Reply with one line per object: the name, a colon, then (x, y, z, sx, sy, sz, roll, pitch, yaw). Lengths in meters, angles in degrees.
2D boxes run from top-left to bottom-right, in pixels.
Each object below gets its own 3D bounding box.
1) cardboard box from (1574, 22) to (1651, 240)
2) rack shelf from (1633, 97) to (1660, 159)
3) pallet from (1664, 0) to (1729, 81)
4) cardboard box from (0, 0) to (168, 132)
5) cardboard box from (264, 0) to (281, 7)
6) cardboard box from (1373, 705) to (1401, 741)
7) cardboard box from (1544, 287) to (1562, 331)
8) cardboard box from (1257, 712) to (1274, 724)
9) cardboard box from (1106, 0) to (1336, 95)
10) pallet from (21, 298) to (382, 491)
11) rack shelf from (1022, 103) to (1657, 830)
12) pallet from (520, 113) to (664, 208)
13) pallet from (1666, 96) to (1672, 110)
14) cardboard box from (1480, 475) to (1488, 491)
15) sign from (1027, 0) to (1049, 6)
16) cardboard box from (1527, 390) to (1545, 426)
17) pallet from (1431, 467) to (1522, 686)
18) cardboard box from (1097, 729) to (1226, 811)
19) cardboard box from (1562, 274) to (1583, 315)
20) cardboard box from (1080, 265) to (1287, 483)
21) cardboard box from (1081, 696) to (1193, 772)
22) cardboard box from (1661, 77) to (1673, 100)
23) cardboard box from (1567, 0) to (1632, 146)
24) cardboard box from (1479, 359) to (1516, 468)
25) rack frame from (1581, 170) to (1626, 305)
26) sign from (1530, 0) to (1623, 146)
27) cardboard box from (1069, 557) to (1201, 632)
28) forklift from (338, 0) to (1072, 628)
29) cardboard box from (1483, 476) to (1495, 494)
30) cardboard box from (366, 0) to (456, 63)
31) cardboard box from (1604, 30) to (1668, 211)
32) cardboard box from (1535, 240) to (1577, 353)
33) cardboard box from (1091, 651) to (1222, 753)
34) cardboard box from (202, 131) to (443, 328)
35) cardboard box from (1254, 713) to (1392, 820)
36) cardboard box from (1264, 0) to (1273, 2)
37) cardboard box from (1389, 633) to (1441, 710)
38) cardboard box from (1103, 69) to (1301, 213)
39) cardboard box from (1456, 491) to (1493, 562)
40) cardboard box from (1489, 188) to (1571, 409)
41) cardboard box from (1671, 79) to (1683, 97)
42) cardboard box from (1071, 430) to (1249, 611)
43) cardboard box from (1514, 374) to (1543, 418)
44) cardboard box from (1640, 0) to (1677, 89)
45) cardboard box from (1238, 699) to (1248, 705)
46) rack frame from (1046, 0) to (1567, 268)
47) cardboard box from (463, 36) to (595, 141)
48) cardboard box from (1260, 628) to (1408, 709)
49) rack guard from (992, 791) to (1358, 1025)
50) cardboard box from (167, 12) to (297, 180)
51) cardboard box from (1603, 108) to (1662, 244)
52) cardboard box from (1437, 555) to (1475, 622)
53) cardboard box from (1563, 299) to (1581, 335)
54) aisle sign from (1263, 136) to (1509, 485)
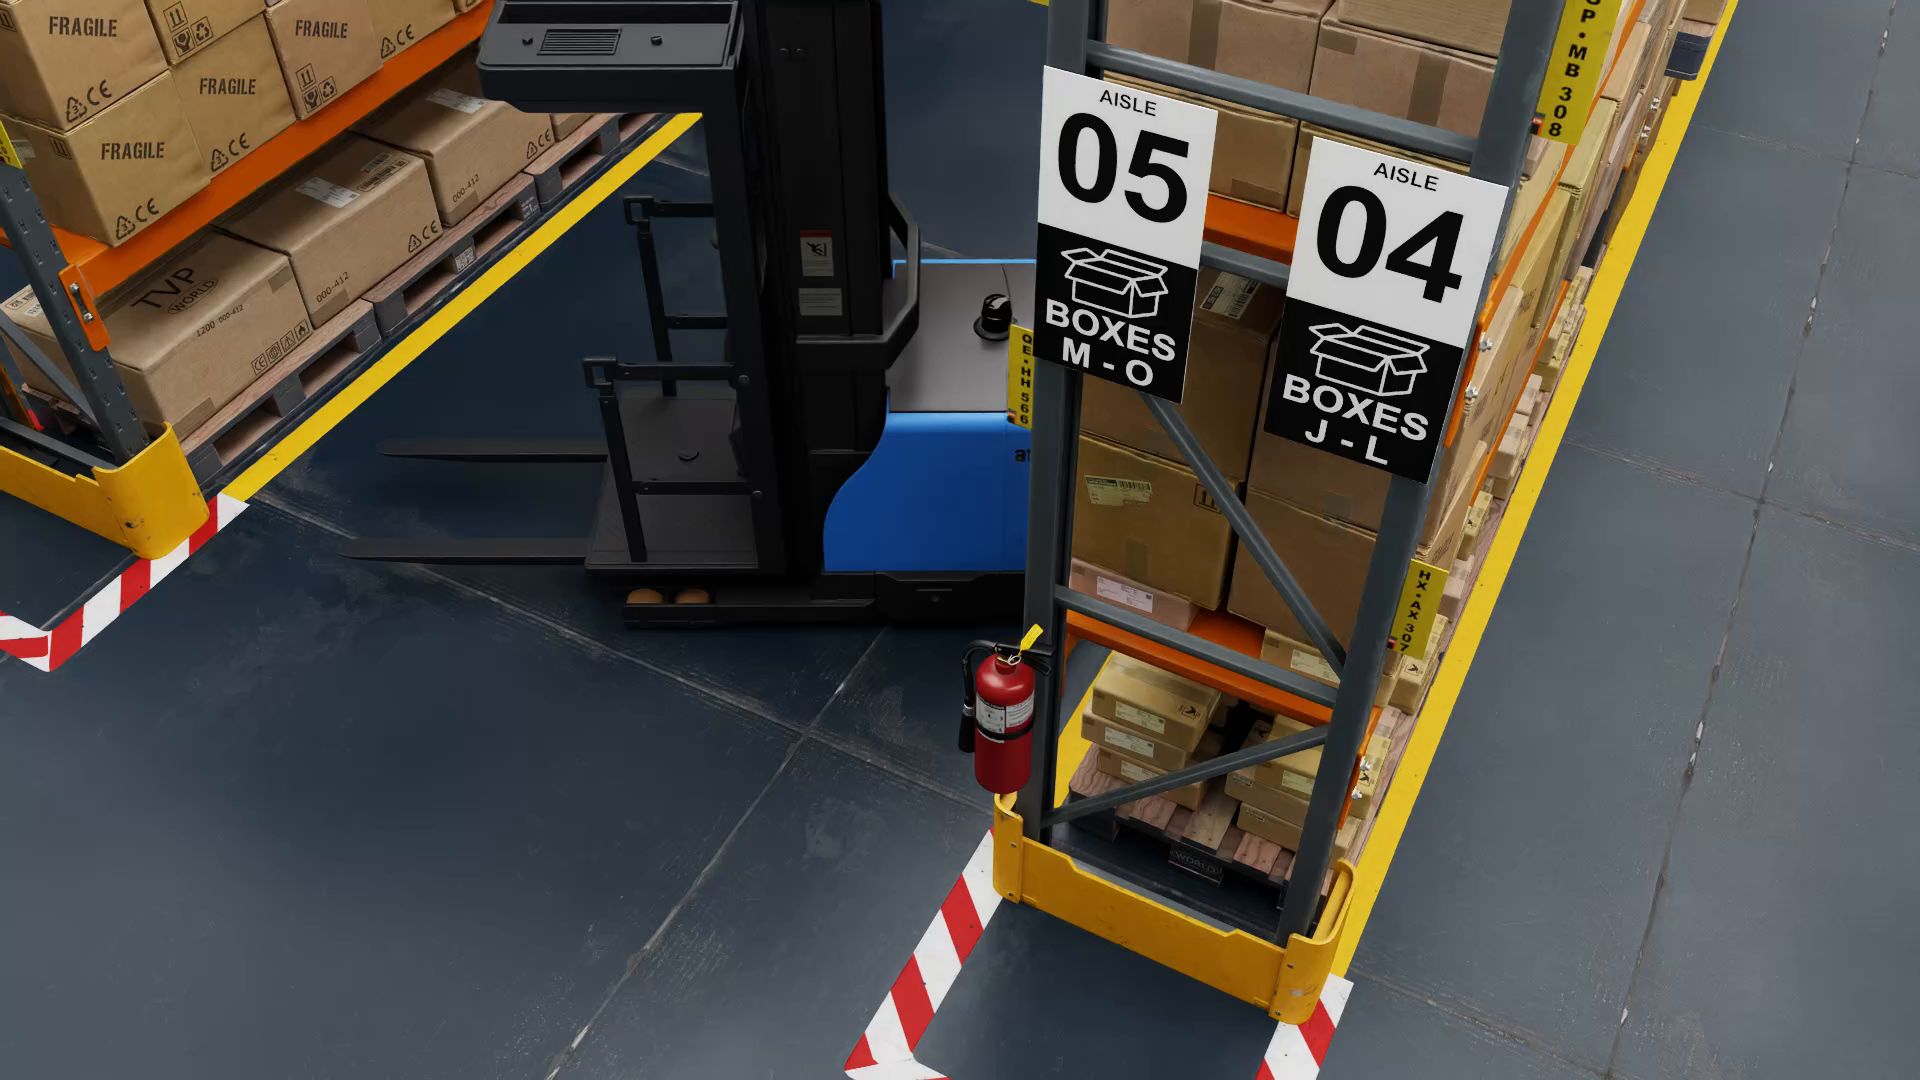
cardboard box: (1.820, -1.348, 5.271, 0.500, 0.500, 0.500, 19, 48, 18)
rack shelf: (3.439, -3.226, 8.615, 1.077, 0.370, 4.000, 20, 49, 19)
pallet: (2.994, -2.585, 7.611, 1.003, 0.211, 1.213, 20, 49, 19)
cardboard box: (-3.303, -1.865, 5.991, 0.500, 0.500, 0.500, 19, 48, 18)
cardboard box: (-2.837, -2.520, 6.638, 0.500, 0.500, 0.500, 20, 49, 19)
cardboard box: (1.301, 0.652, 5.777, 0.380, 0.149, 0.250, 20, 49, 19)
cardboard box: (1.923, -0.865, 5.952, 0.380, 0.149, 0.250, 21, 49, 20)
cardboard box: (1.229, 0.739, 5.900, 0.380, 0.149, 0.250, 20, 49, 19)
cardboard box: (0.642, -1.251, 3.802, 0.500, 0.250, 0.500, 19, 48, 18)
pallet: (-3.476, -0.819, 7.691, 1.003, 0.211, 1.213, 20, 49, 19)
rack shelf: (1.582, -0.706, 6.125, 1.077, 0.370, 4.000, 20, 49, 19)
pallet: (-2.343, -2.356, 9.210, 1.003, 0.211, 1.213, 20, 49, 19)
pallet: (3.436, -2.501, 9.354, 1.003, 0.211, 1.213, 20, 49, 19)
cardboard box: (1.976, -0.362, 6.779, 0.380, 0.149, 0.250, 18, 48, 17)
sign: (0.171, -1.261, 3.435, 0.100, 0.325, 0.005, 20, 49, 19)
cardboard box: (2.370, -0.681, 7.303, 0.380, 0.149, 0.250, 19, 48, 18)
pallet: (1.665, -0.033, 6.914, 1.003, 0.211, 1.213, 20, 49, 19)
cardboard box: (0.713, 0.755, 5.884, 0.380, 0.149, 0.250, 21, 49, 20)
cardboard box: (2.492, -1.090, 7.289, 0.380, 0.149, 0.250, 21, 49, 20)
cardboard box: (0.645, -0.561, 4.493, 0.500, 0.500, 0.500, 20, 49, 18)
cardboard box: (0.646, 0.624, 5.804, 0.380, 0.149, 0.250, 19, 48, 18)
cardboard box: (3.332, -2.466, 8.293, 0.500, 0.250, 0.500, 22, 49, 20)
cardboard box: (1.337, -1.230, 4.133, 0.500, 0.250, 0.500, 22, 49, 20)
cardboard box: (1.332, -0.376, 5.013, 0.500, 0.500, 0.500, 21, 49, 19)
rack frame: (2.510, -2.219, 7.114, 1.000, 3.000, 0.127, 20, 49, 19)
sign: (1.134, -0.882, 3.069, 0.100, 0.325, 0.005, 20, 49, 19)
cardboard box: (0.554, 0.090, 5.008, 0.380, 0.149, 0.250, 21, 49, 19)
forklift: (-0.979, -1.055, 6.011, 3.031, 2.935, 1.130, 0, 45, 0)
cardboard box: (1.969, -0.211, 6.839, 0.380, 0.149, 0.250, 21, 49, 20)
cardboard box: (-2.621, -2.476, 7.298, 0.500, 0.500, 0.500, 22, 49, 20)
cardboard box: (2.294, -1.634, 6.256, 0.500, 0.500, 0.500, 19, 48, 18)
cardboard box: (1.802, -1.004, 5.633, 0.500, 0.500, 0.500, 19, 48, 18)
cardboard box: (0.675, 0.529, 5.689, 0.380, 0.149, 0.250, 21, 49, 19)
cardboard box: (-3.143, -1.545, 7.954, 0.875, 0.438, 0.875, 22, 49, 20)
cardboard box: (1.198, 0.728, 5.492, 0.380, 0.149, 0.250, 18, 48, 17)
cardboard box: (0.547, -1.323, 3.593, 0.380, 0.149, 0.250, 20, 49, 19)
cardboard box: (1.449, 0.398, 5.818, 0.380, 0.149, 0.250, 20, 49, 19)
cardboard box: (0.630, -1.075, 3.980, 0.500, 0.250, 0.500, 19, 48, 18)
cardboard box: (1.791, -0.107, 6.318, 0.380, 0.149, 0.250, 21, 49, 20)
cardboard box: (1.325, -0.706, 4.636, 0.500, 0.500, 0.500, 22, 49, 20)
cardboard box: (3.818, -2.843, 9.193, 0.500, 0.500, 0.500, 18, 48, 17)
cardboard box: (0.634, -0.207, 4.846, 0.500, 0.500, 0.500, 21, 49, 20)
cardboard box: (2.149, -0.592, 6.796, 0.380, 0.149, 0.250, 18, 48, 17)
cardboard box: (2.296, -1.997, 5.913, 0.500, 0.500, 0.500, 19, 48, 18)
cardboard box: (0.942, 0.421, 6.214, 0.380, 0.149, 0.250, 20, 49, 19)
rack frame: (0.653, -1.808, 2.490, 1.000, 3.000, 0.127, 20, 49, 19)
cardboard box: (-2.308, -2.677, 9.073, 0.875, 0.438, 0.875, 20, 49, 19)
cardboard box: (1.094, 0.293, 4.808, 0.380, 0.149, 0.250, 20, 49, 19)
rack guard: (0.689, 1.132, 5.560, 1.175, 0.500, 0.348, 20, 49, 19)
cardboard box: (-3.091, -1.841, 6.670, 0.500, 0.500, 0.500, 20, 49, 19)
cardboard box: (3.088, -1.866, 8.227, 0.500, 0.500, 0.500, 22, 49, 21)
cardboard box: (1.781, 0.135, 6.497, 0.380, 0.149, 0.250, 18, 48, 17)
cardboard box: (2.531, -0.991, 7.401, 0.380, 0.149, 0.250, 18, 48, 17)
aisle sign: (0.885, -0.468, 3.556, 0.394, 0.787, 0.004, 20, 49, 19)
